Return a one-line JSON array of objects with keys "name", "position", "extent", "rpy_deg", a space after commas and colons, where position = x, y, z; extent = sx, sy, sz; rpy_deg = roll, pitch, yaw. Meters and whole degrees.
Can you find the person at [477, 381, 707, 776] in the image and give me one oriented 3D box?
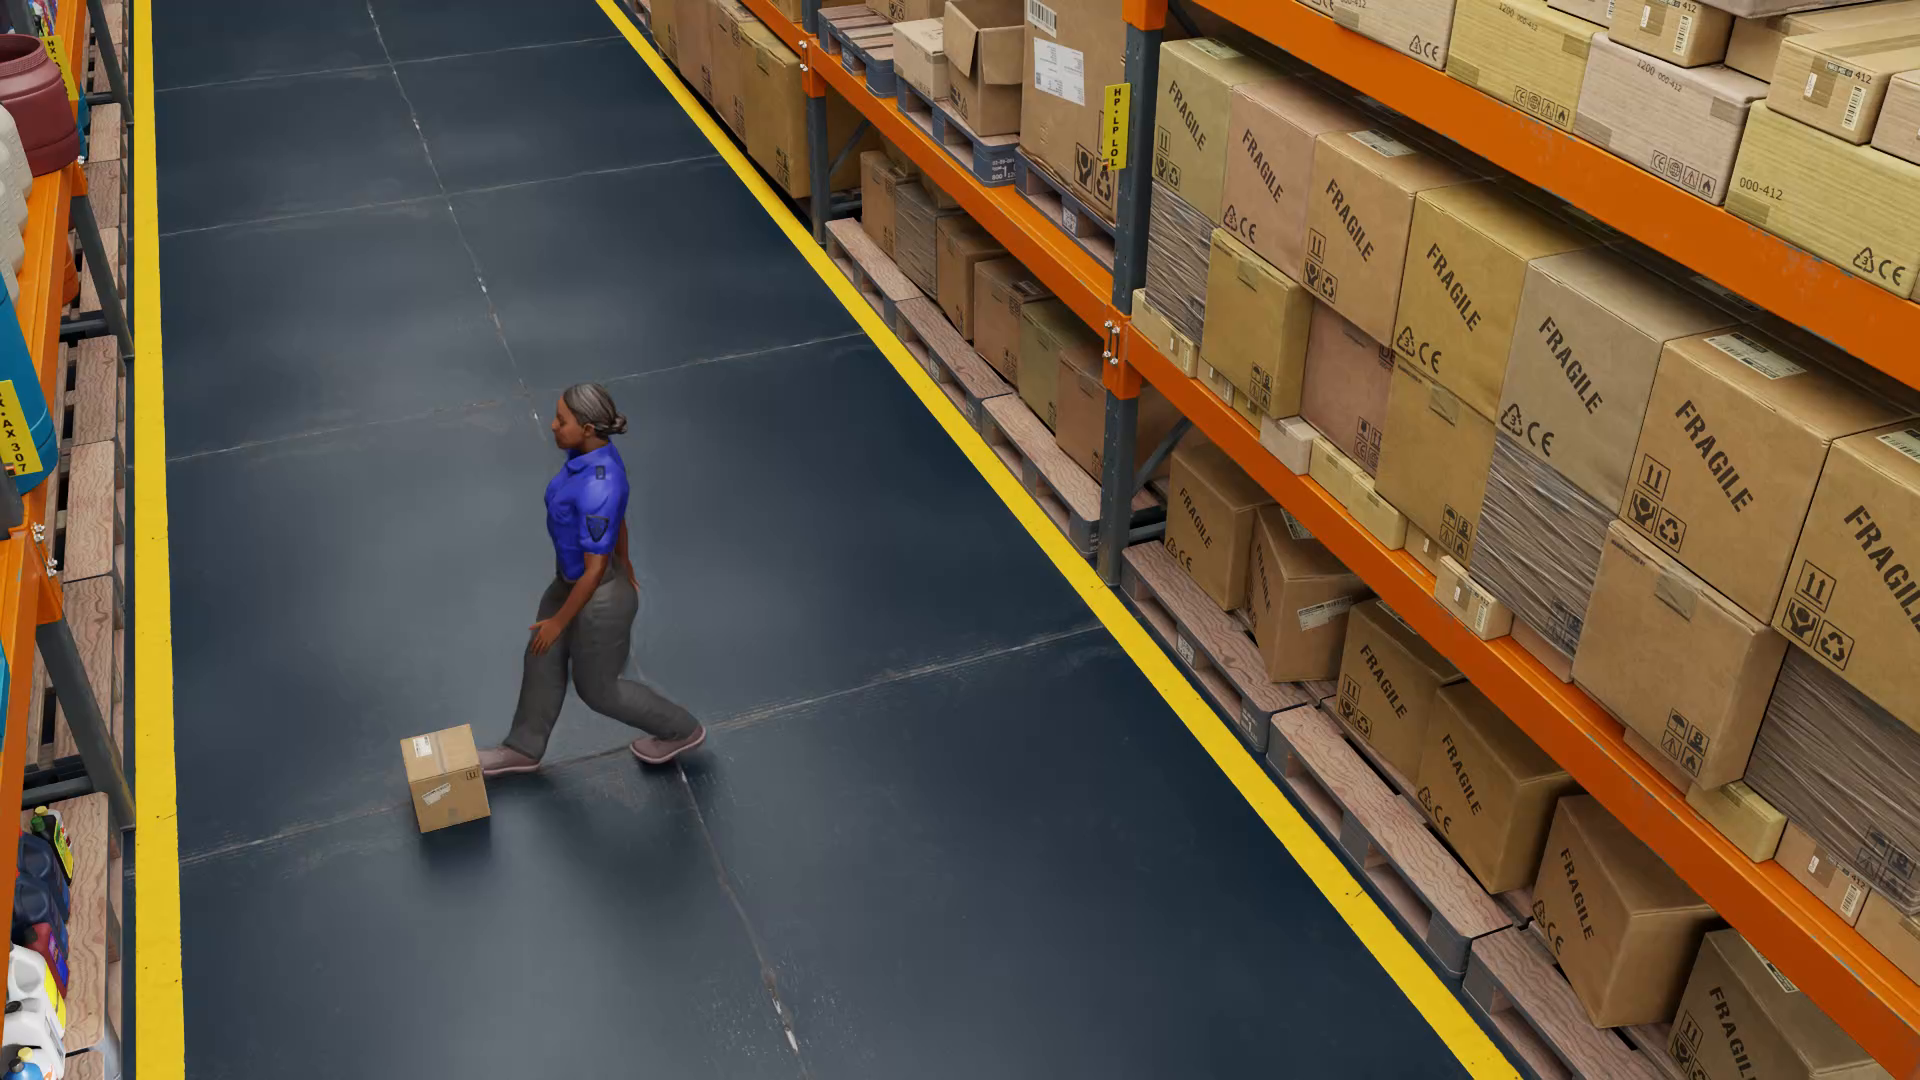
[{"name": "person", "position": [-1.413, 0.199, 5.870], "extent": [0.903, 1.583, 0.496], "rpy_deg": [-11, 35, -16]}]
